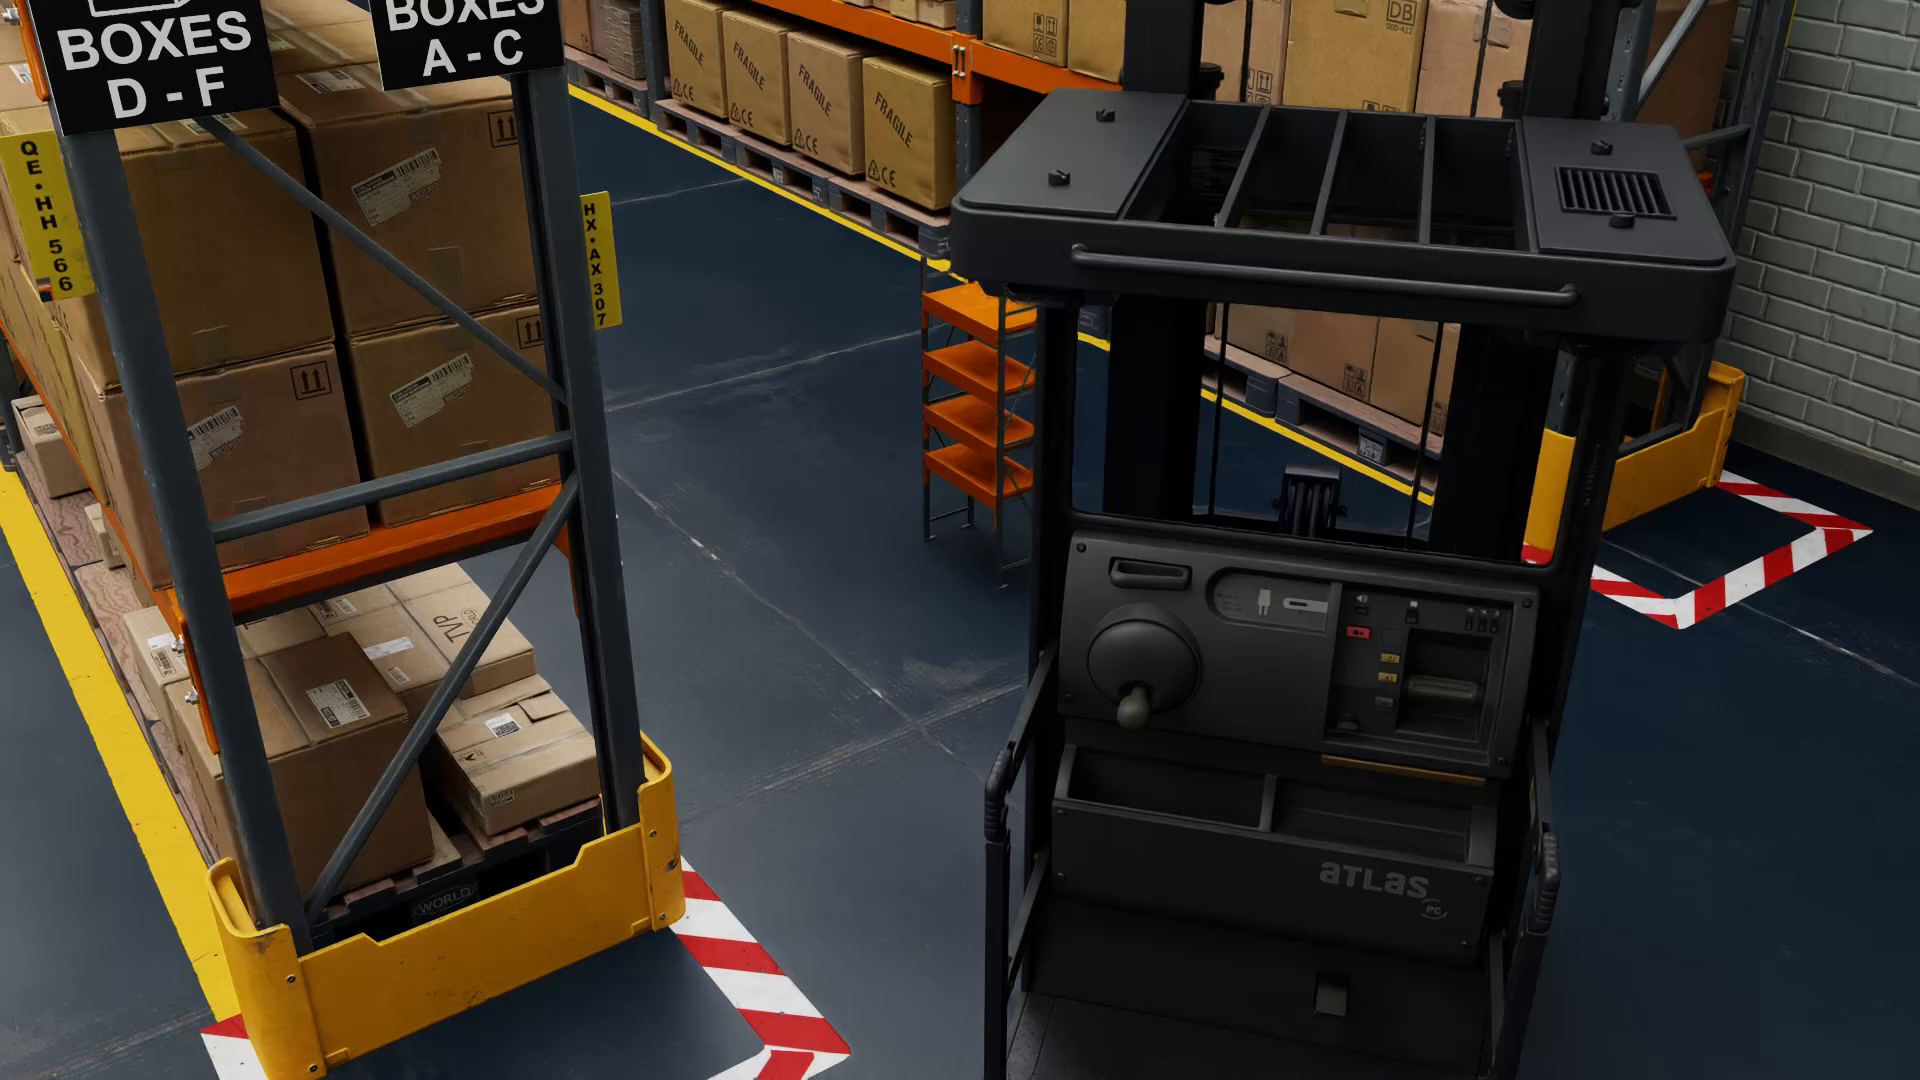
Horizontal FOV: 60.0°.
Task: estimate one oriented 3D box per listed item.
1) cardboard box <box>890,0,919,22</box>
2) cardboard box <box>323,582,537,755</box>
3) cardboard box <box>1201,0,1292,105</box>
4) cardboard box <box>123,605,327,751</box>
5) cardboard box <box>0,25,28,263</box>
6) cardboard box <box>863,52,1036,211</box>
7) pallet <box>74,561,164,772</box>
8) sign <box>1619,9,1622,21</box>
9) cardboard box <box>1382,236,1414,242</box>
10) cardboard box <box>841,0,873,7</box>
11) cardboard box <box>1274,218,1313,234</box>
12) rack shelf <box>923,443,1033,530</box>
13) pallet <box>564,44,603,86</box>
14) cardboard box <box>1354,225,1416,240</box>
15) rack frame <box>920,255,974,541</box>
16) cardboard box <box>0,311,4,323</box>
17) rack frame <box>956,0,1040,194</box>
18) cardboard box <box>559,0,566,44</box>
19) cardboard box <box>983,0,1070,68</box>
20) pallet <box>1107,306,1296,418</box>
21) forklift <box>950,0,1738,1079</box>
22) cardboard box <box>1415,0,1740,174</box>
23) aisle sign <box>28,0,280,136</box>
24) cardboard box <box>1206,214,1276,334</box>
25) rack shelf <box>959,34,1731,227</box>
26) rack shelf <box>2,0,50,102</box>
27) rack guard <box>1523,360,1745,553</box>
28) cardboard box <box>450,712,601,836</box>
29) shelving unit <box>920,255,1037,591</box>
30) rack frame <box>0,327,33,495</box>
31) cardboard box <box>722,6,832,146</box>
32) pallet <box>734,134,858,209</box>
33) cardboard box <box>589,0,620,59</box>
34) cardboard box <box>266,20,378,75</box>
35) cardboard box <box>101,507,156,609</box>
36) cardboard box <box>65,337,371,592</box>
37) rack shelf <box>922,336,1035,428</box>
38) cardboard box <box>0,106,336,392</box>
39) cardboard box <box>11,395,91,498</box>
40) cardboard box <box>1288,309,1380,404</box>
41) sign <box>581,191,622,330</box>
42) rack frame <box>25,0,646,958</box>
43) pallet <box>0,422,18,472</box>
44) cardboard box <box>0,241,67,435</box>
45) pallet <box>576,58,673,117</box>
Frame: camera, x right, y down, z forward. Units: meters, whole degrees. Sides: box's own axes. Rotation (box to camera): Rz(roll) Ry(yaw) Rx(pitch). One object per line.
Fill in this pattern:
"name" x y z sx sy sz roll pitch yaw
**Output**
"cardboard box" -0.175 -3.090 9.539 0.380 0.149 0.250 -18 33 -30
"cardboard box" -1.670 0.411 5.270 0.500 0.250 0.500 -19 34 -31
"cardboard box" 1.568 -2.398 7.708 0.980 0.700 0.700 -21 35 -33
"cardboard box" -2.338 0.375 5.337 0.500 0.250 0.500 -19 34 -31
"cardboard box" -2.376 -1.096 4.473 0.500 0.500 0.500 -18 33 -29
"cardboard box" -0.065 -2.504 10.030 0.750 0.750 0.750 -18 33 -30
"pallet" -2.506 0.293 5.990 1.003 0.211 1.213 -19 34 -31
"sign" 2.288 -1.960 5.755 0.100 0.325 0.005 -19 34 -31
"cardboard box" 1.878 -1.206 7.328 0.380 0.149 0.250 -18 33 -29
"cardboard box" -0.490 -3.290 9.907 0.380 0.149 0.250 -19 34 -31
"cardboard box" 1.749 -1.607 8.065 0.380 0.149 0.250 -18 33 -30
"rack shelf" 0.096 -0.229 6.472 0.258 0.148 0.480 -19 34 -31
"pallet" -3.058 -4.155 14.179 1.003 0.211 1.213 -19 34 -31
"cardboard box" 2.046 -1.409 7.700 0.380 0.149 0.250 -18 34 -30
"rack frame" -0.046 -0.558 6.520 0.240 1.200 0.015 -19 34 -31
"cardboard box" -2.954 -1.051 5.438 0.500 0.500 0.500 -19 34 -31
"rack frame" 0.417 -3.047 9.218 1.000 3.000 0.127 -19 34 -31
"cardboard box" -3.179 -4.574 14.187 0.700 0.500 0.500 -18 33 -30
"cardboard box" 0.719 -2.964 8.750 0.980 0.700 0.700 -18 33 -30
"pallet" 1.507 -1.030 8.425 1.003 0.211 1.213 -19 34 -31
"forklift" 0.618 0.271 3.180 1.130 2.935 3.031 7 29 13
"cardboard box" 2.434 -1.819 6.643 0.980 0.700 0.700 -17 33 -28
"aisle sign" -1.505 -1.150 3.001 0.394 0.787 0.004 -19 34 -31
"cardboard box" 1.352 -1.418 8.397 0.700 0.500 0.500 -18 33 -30
"rack shelf" 1.578 -1.954 7.958 1.077 0.370 4.000 -19 34 -31
"rack shelf" -2.455 -1.899 4.714 1.077 0.370 4.000 -19 34 -31
"rack guard" 2.752 -0.384 6.934 1.175 0.500 0.348 -19 34 -31
"cardboard box" -1.258 0.682 4.877 0.380 0.149 0.250 -19 34 -31
"shelving unit" 0.096 -0.463 6.345 0.258 1.200 0.503 -19 34 -31
"rack frame" -3.615 -1.674 6.690 1.000 3.000 0.127 -19 34 -31
"cardboard box" -1.080 -3.178 11.270 0.750 0.750 0.750 -19 34 -31
"pallet" -0.803 -2.576 11.271 1.003 0.211 1.213 -19 34 -31
"cardboard box" -2.567 -4.195 13.490 0.700 0.500 0.500 -19 34 -31
"cardboard box" -1.647 -1.049 4.387 0.500 0.500 0.500 -18 33 -30
"cardboard box" -2.522 -0.042 5.839 0.797 0.503 0.637 -19 34 -31
"cardboard box" -1.777 -0.262 3.985 0.500 0.500 0.500 -18 33 -29
"rack shelf" 0.096 -0.600 6.271 0.258 0.148 0.480 -19 34 -31
"cardboard box" -1.777 -0.700 3.743 0.500 0.500 0.500 -19 34 -31
"cardboard box" -3.548 -0.463 6.816 0.500 0.311 0.500 -19 34 -31
"cardboard box" 1.960 -1.017 7.659 0.700 0.500 0.500 -19 34 -31
"sign" -0.853 -0.650 3.897 0.100 0.325 0.005 -19 34 -31
"rack frame" -1.295 -0.119 3.827 1.000 3.000 0.127 -19 34 -31
"pallet" -4.118 -0.755 7.919 1.003 0.211 1.213 -19 34 -31
"cardboard box" -2.366 -0.658 4.714 0.500 0.500 0.500 -18 34 -30
"pallet" -2.355 -3.681 13.307 1.003 0.211 1.213 -19 34 -31
